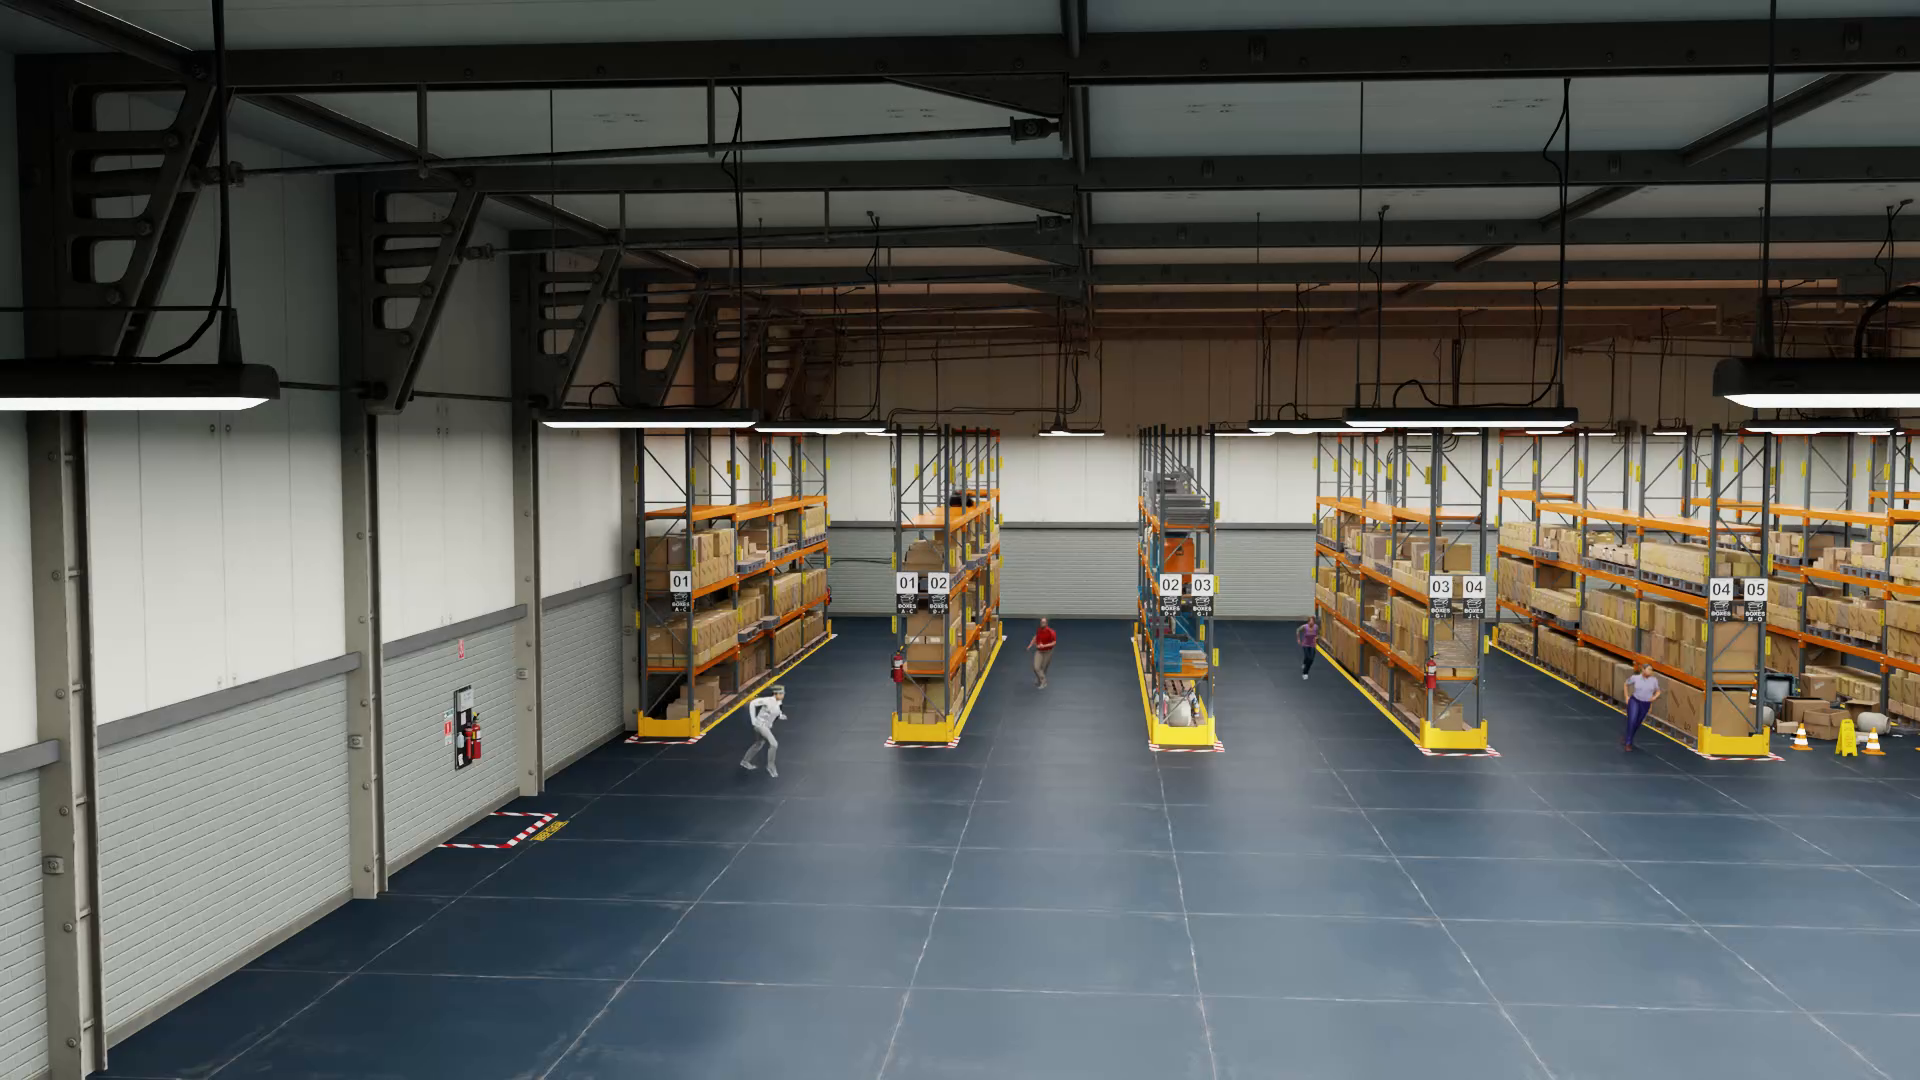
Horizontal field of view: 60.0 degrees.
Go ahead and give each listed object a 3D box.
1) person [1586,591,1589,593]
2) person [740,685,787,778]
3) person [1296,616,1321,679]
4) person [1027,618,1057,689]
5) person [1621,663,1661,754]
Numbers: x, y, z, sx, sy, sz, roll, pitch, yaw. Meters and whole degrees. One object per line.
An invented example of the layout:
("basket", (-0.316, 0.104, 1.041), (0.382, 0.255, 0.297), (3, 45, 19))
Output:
("person", (16.913, 2.187, 44.573), (0.528, 1.632, 0.920), (0, 3, -1))
("person", (-3.370, 3.247, 28.255), (0.942, 1.611, 0.657), (2, 4, 29))
("person", (8.302, 2.561, 39.537), (0.508, 1.527, 0.673), (0, 3, -6))
("person", (1.913, 2.602, 38.244), (0.785, 1.669, 0.650), (2, 4, 27))
("person", (12.498, 3.057, 30.623), (0.745, 1.615, 0.845), (0, 3, 0))
